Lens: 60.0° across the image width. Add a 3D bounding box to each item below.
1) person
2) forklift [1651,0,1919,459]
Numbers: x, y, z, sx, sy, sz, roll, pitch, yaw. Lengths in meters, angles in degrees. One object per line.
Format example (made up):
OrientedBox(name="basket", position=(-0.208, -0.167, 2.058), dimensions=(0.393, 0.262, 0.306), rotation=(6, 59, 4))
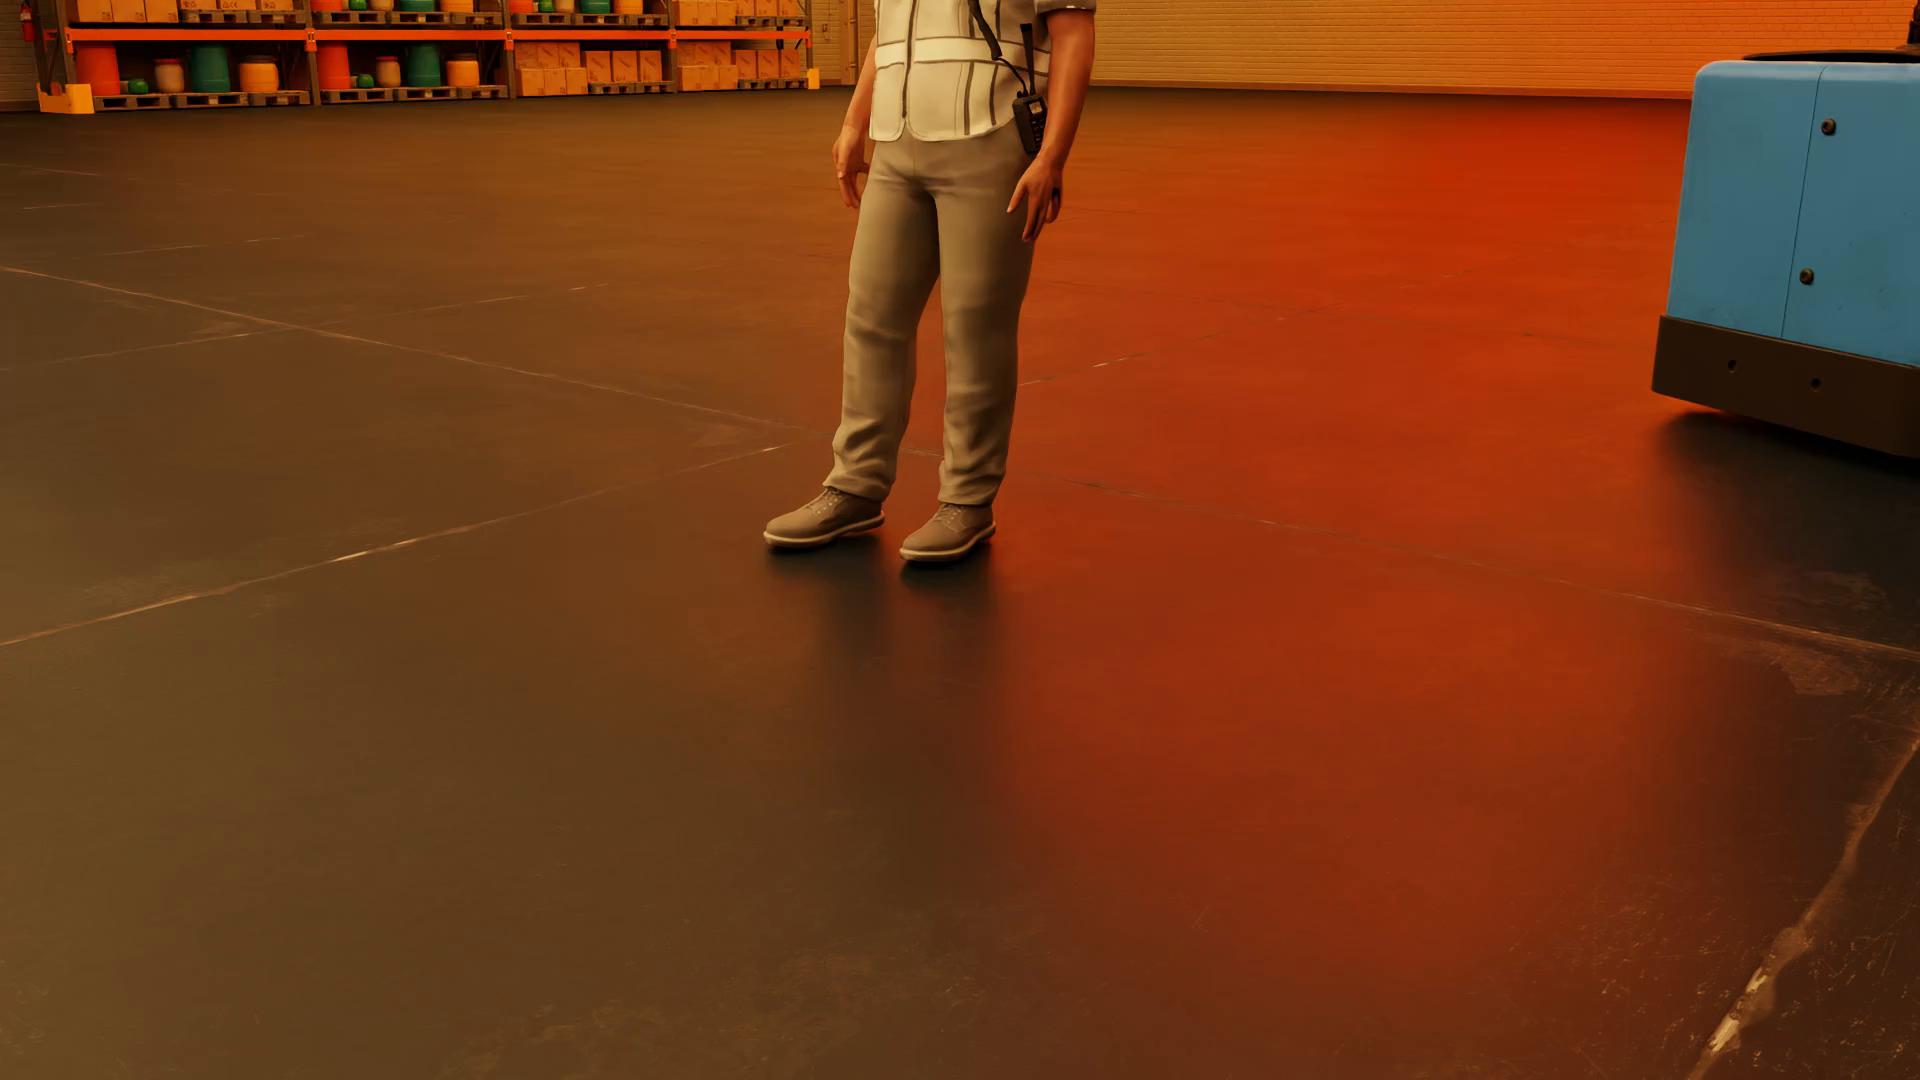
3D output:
OrientedBox(name="person", position=(-0.059, -0.845, 3.630), dimensions=(0.641, 1.780, 0.574), rotation=(13, 21, 37))
OrientedBox(name="forklift", position=(3.752, -1.833, 4.932), dimensions=(3.031, 2.935, 1.130), rotation=(-6, 18, -20))
